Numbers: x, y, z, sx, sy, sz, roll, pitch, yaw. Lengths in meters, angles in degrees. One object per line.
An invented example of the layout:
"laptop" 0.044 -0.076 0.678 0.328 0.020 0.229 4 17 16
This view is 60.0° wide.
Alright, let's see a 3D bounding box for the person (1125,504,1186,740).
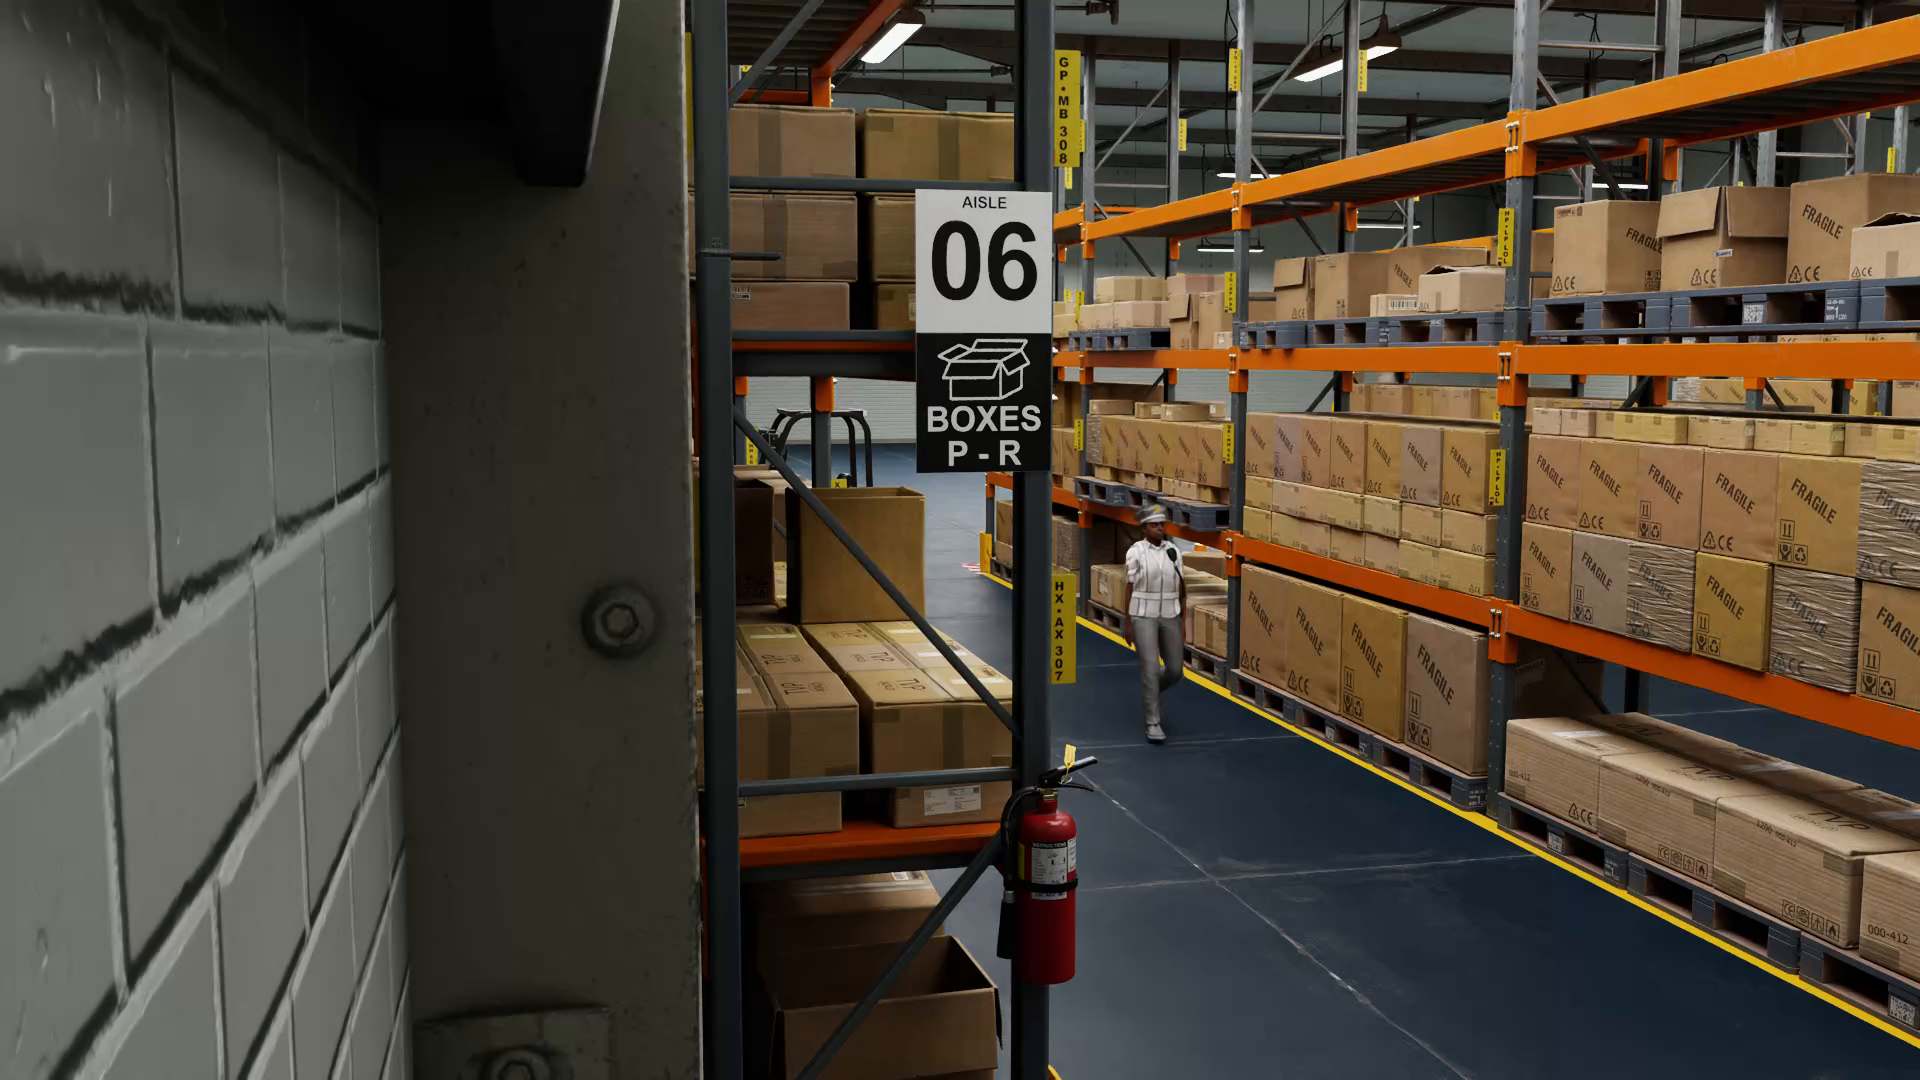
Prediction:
"person" 1.424 0.566 12.071 0.460 1.663 0.722 -1 6 -12
